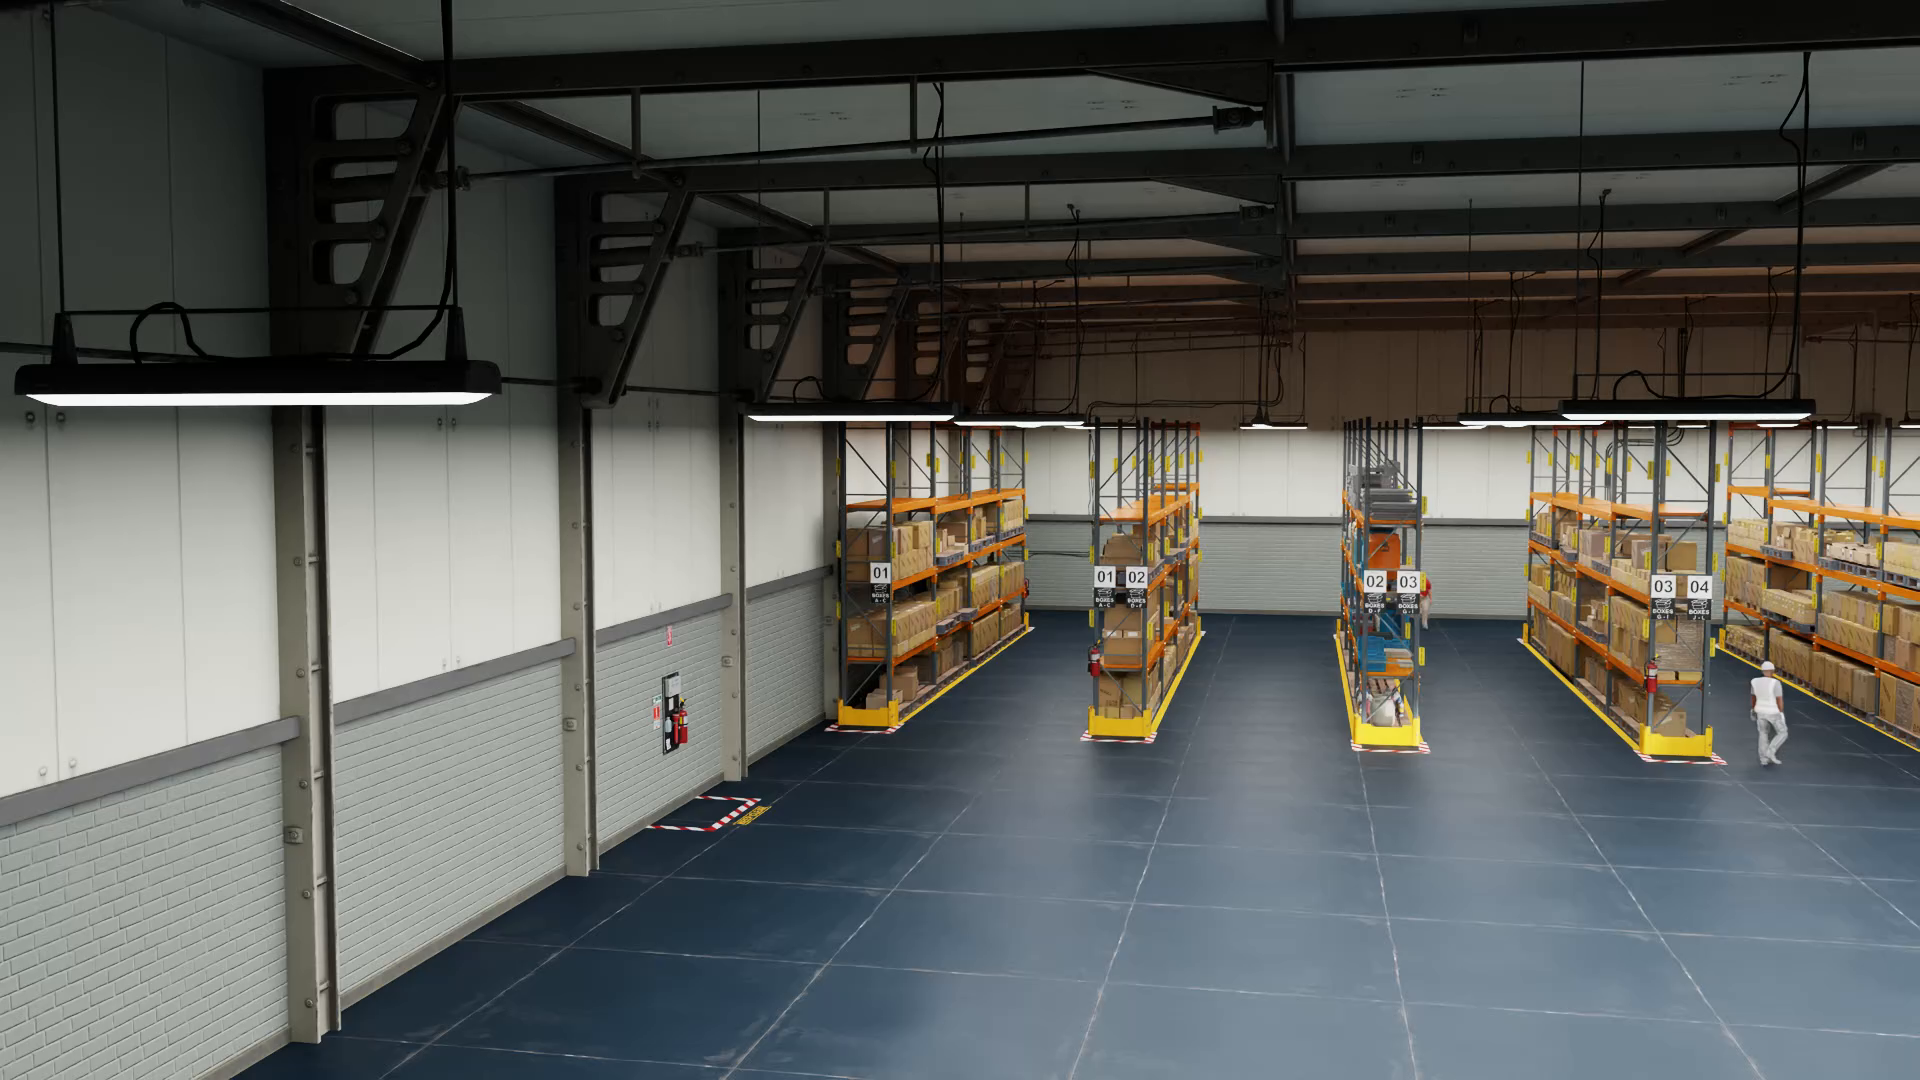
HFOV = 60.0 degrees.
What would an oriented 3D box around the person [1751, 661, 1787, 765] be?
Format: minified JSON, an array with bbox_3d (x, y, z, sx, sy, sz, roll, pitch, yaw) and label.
[{"bbox_3d":[13.889,2.985,28.602,0.508,1.777,0.668,-2,4,-32],"label":"person"}]

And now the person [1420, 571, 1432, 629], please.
[{"bbox_3d":[13.451,1.734,48.471,0.641,1.664,1.099,1,4,8],"label":"person"}]
